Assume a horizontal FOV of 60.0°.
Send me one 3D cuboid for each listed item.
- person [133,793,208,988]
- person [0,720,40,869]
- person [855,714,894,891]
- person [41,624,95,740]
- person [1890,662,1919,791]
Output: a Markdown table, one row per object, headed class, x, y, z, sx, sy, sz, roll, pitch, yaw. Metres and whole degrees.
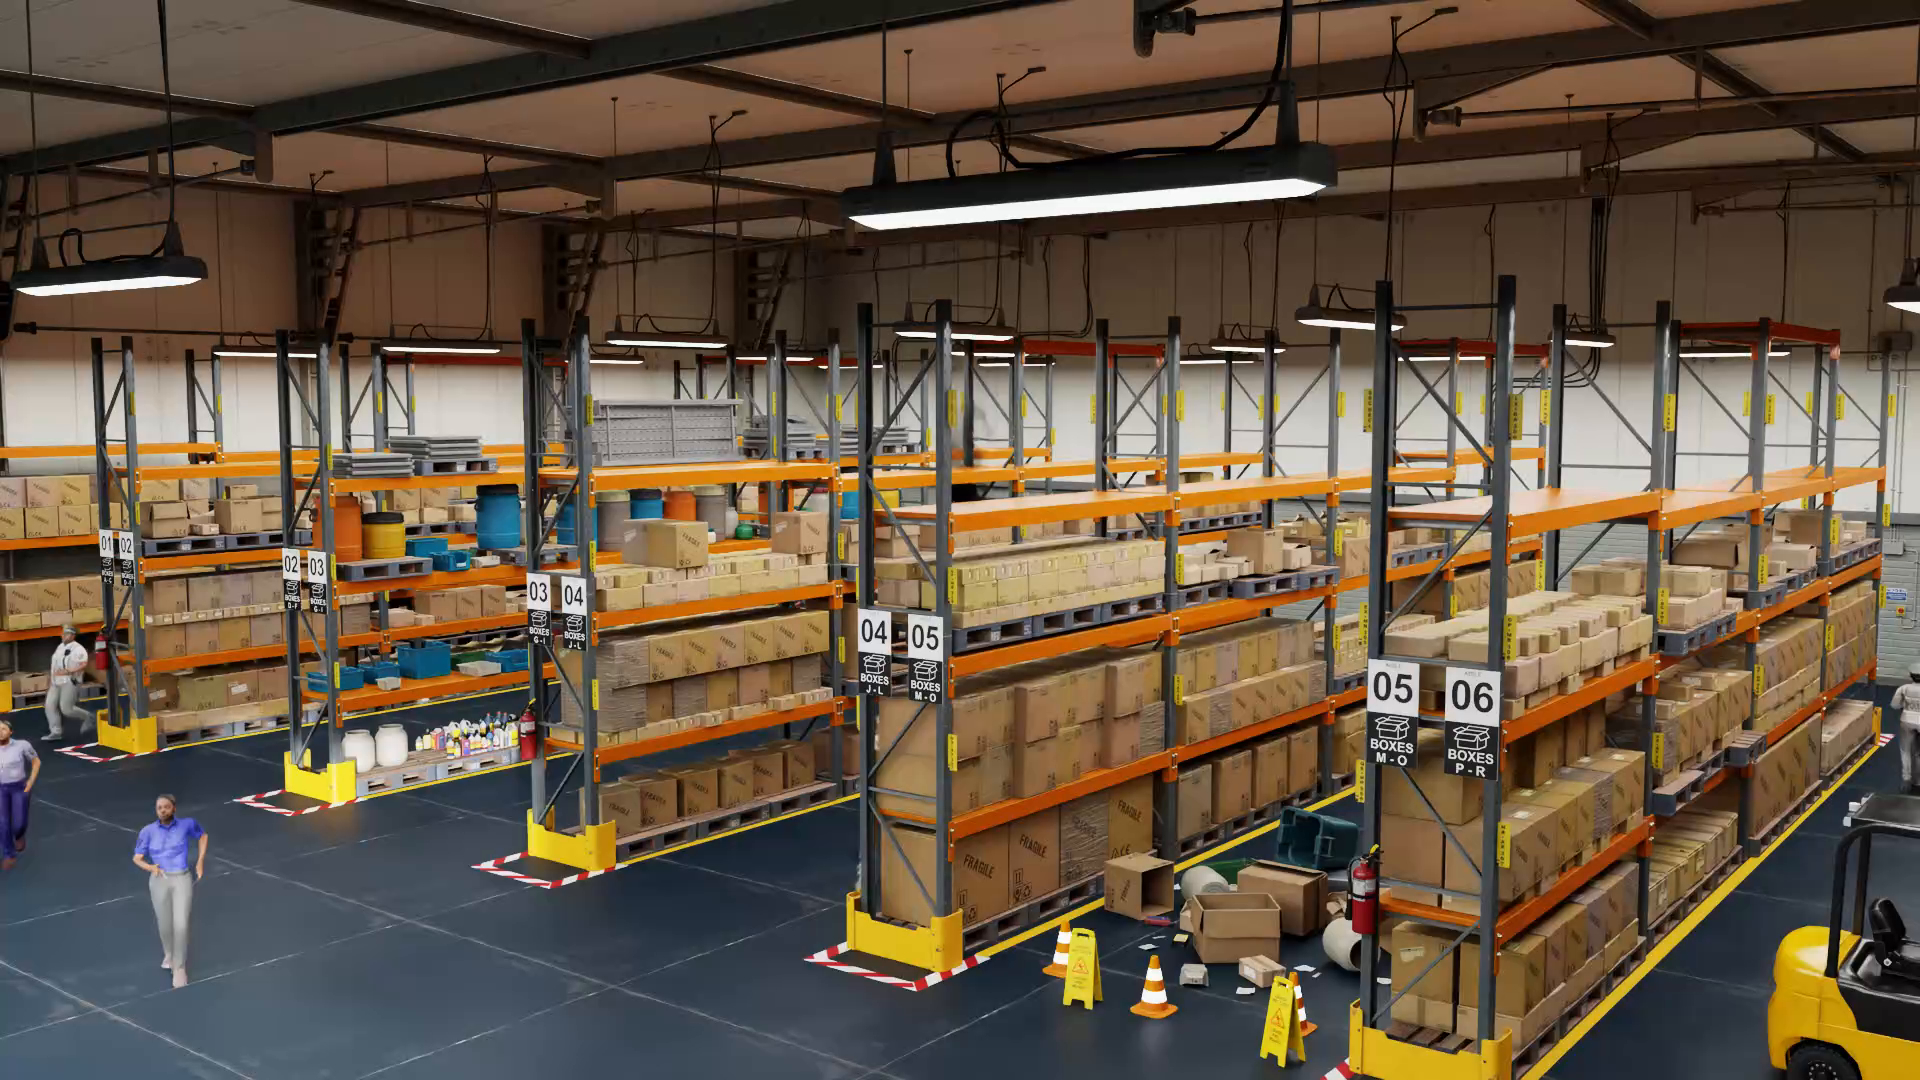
| class | x | y | z | sx | sy | sz | roll | pitch | yaw |
| --- | --- | --- | --- | --- | --- | --- | --- | --- | --- |
| person | -6.979 | 3.078 | 14.717 | 0.576 | 1.705 | 0.726 | -1 | 5 | -17 |
| person | -10.478 | 2.781 | 18.334 | 0.603 | 1.617 | 0.541 | -2 | 5 | -23 |
| person | -0.814 | 2.725 | 17.611 | 0.671 | 1.818 | 0.897 | 2 | 5 | 24 |
| person | -13.428 | 2.129 | 24.973 | 0.724 | 1.741 | 0.737 | 3 | 6 | 27 |
| person | 12.395 | 2.423 | 21.569 | 0.611 | 1.681 | 0.921 | 3 | 6 | 30 |
